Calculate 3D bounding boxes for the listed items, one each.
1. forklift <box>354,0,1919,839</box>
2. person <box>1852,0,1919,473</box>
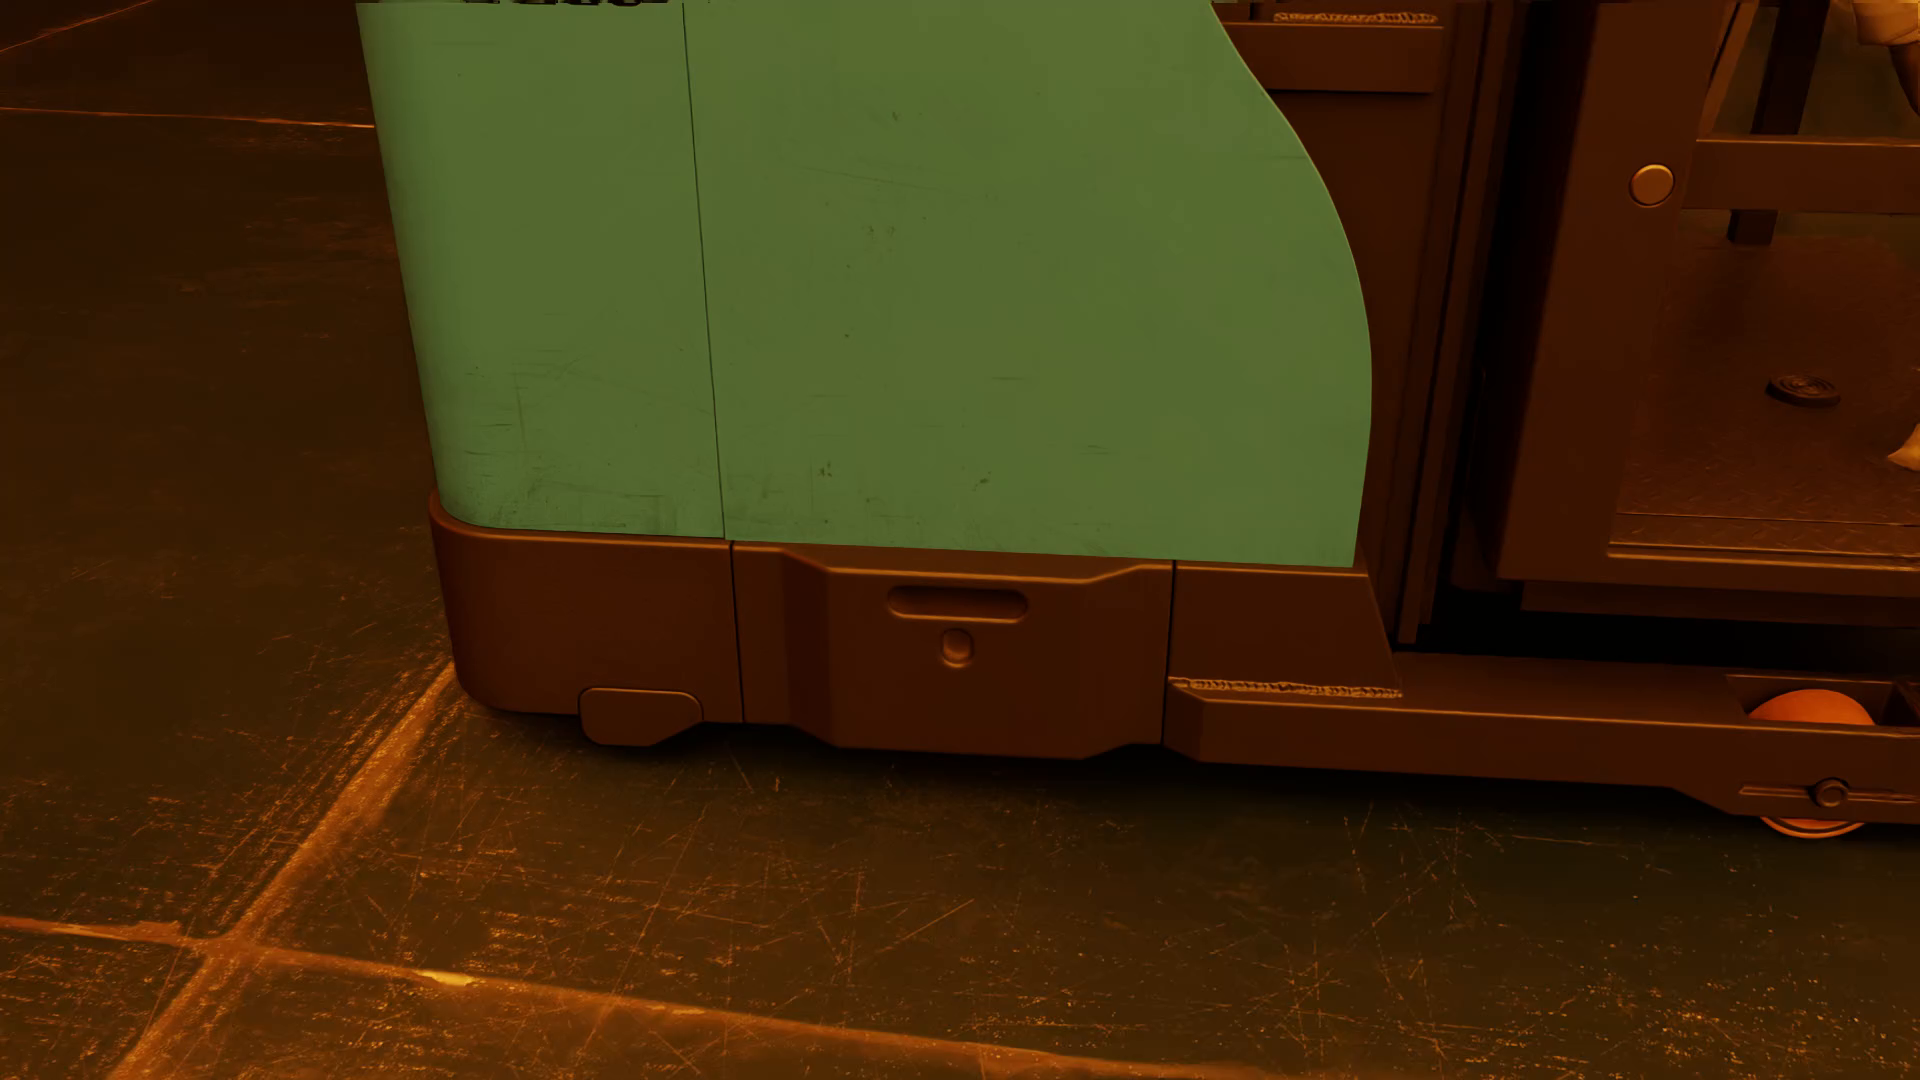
[{"bbox_3d":[0.923,-1.206,1.652,3.031,2.935,1.130,3,29,5],"label":"forklift"},{"bbox_3d":[1.454,-0.684,1.901,1.055,1.483,0.754,-20,35,-31],"label":"person"}]
